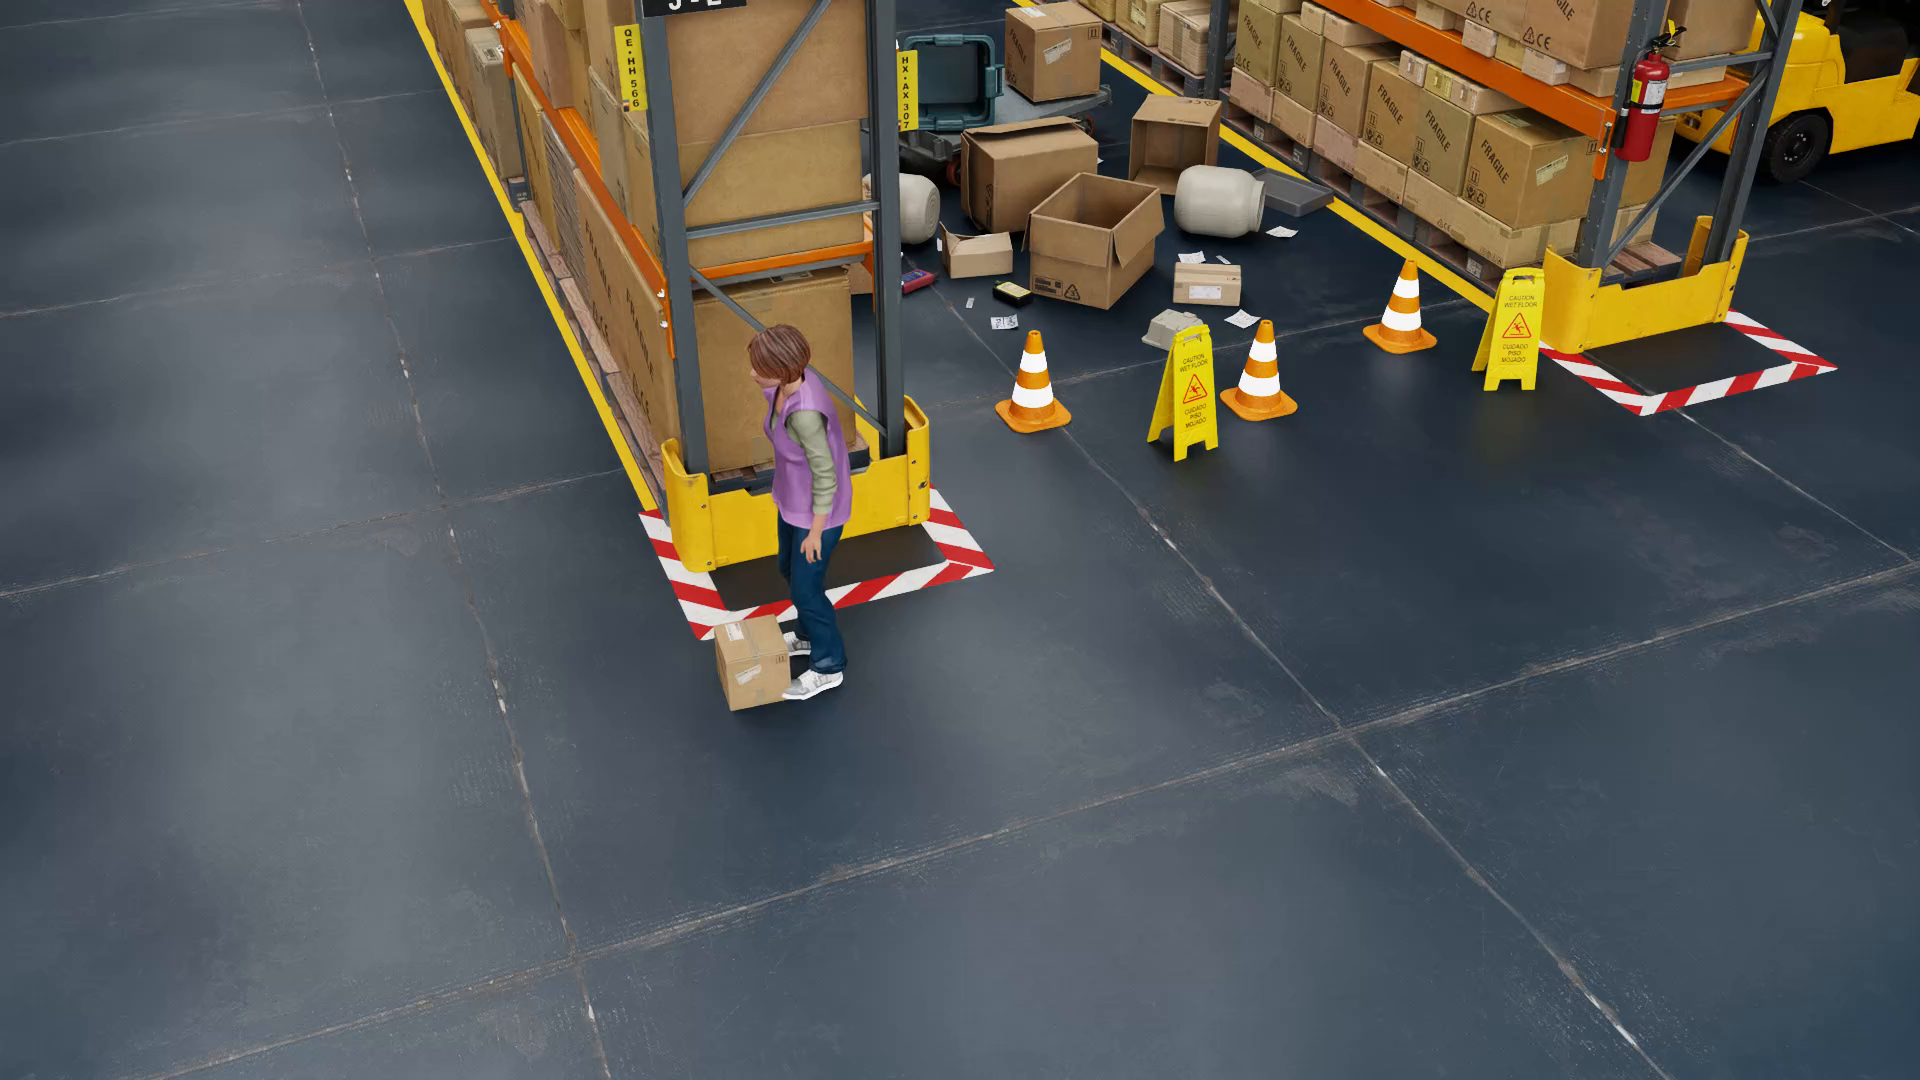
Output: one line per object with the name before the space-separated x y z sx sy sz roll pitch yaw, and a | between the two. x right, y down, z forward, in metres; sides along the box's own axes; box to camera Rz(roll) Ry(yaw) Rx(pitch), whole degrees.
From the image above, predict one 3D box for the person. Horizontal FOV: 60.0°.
person | -0.595 -0.113 6.320 0.343 1.593 0.485 -12 36 -17
